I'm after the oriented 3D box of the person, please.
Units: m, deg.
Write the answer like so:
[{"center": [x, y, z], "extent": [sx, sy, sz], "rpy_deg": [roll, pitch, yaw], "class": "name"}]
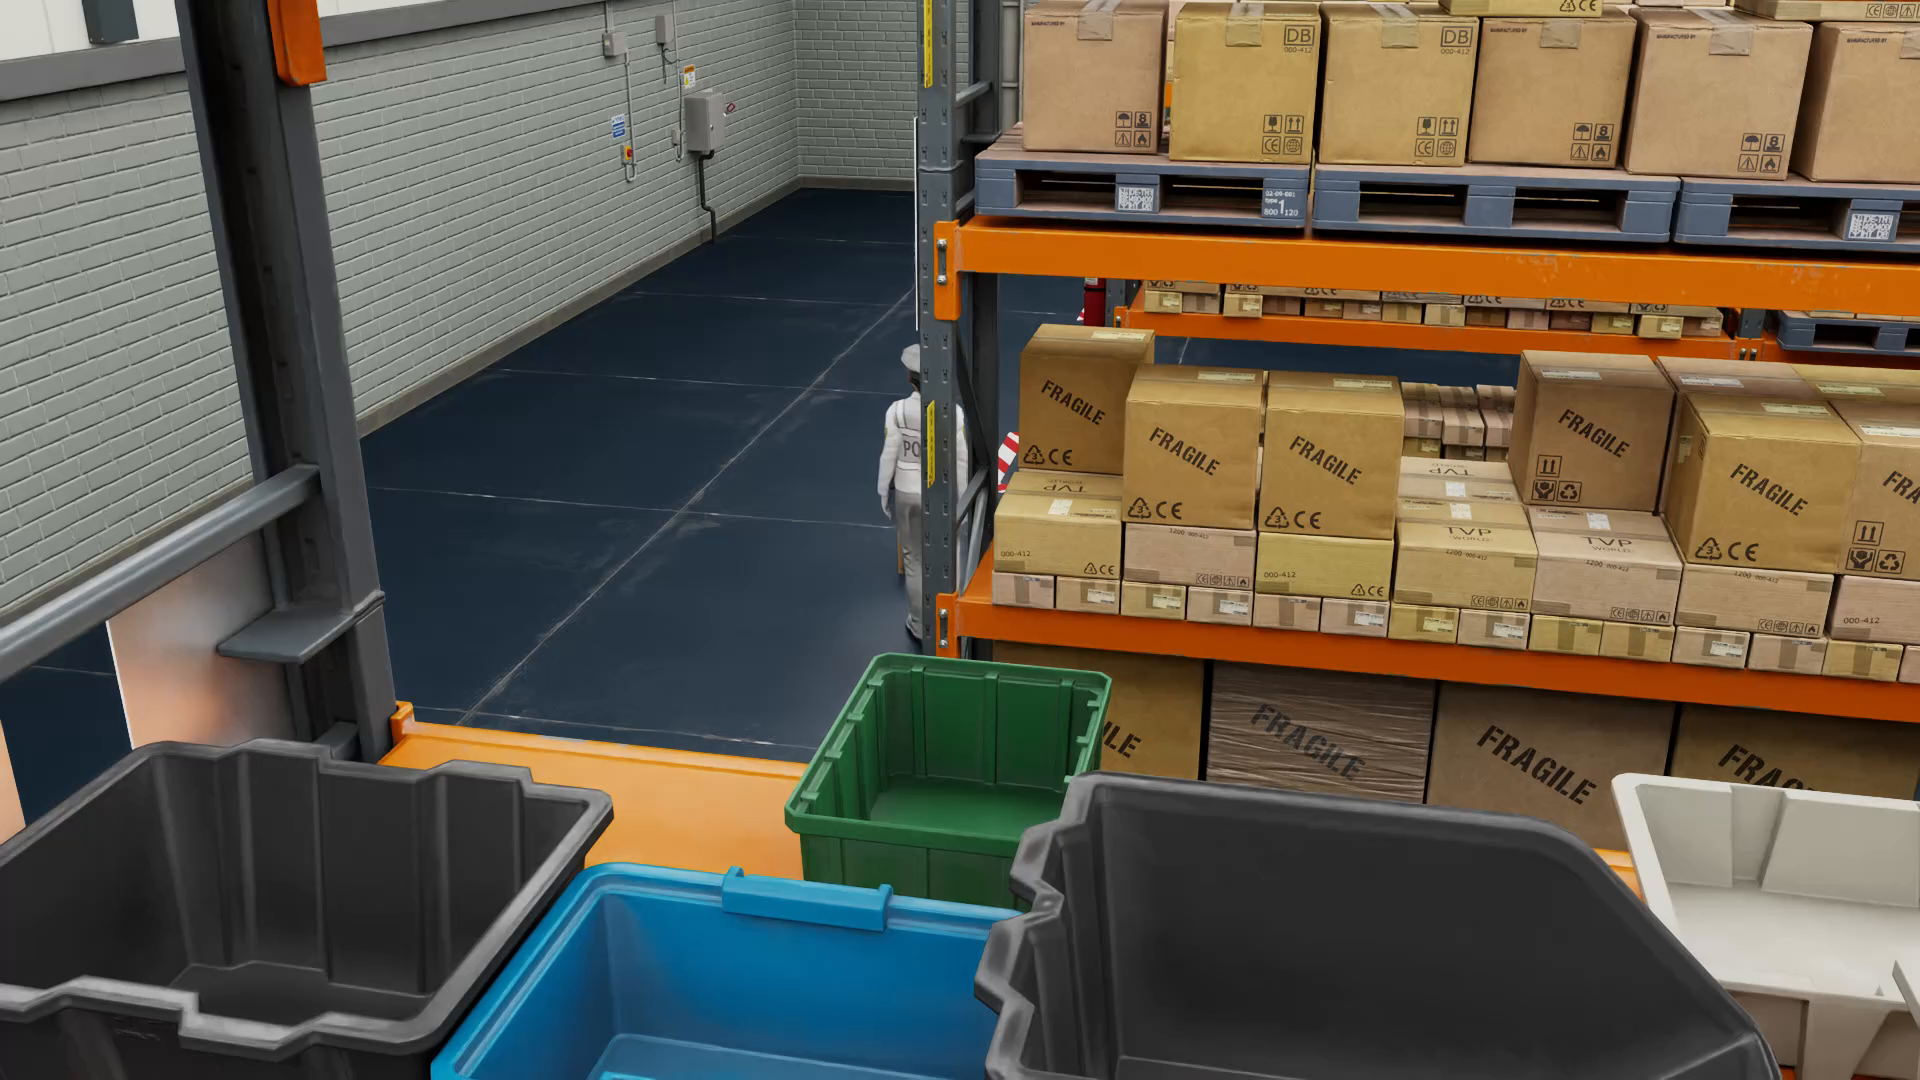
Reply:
[{"center": [-0.205, -0.262, 9.193], "extent": [0.503, 1.684, 0.407], "rpy_deg": [-2, 22, -5], "class": "person"}]
